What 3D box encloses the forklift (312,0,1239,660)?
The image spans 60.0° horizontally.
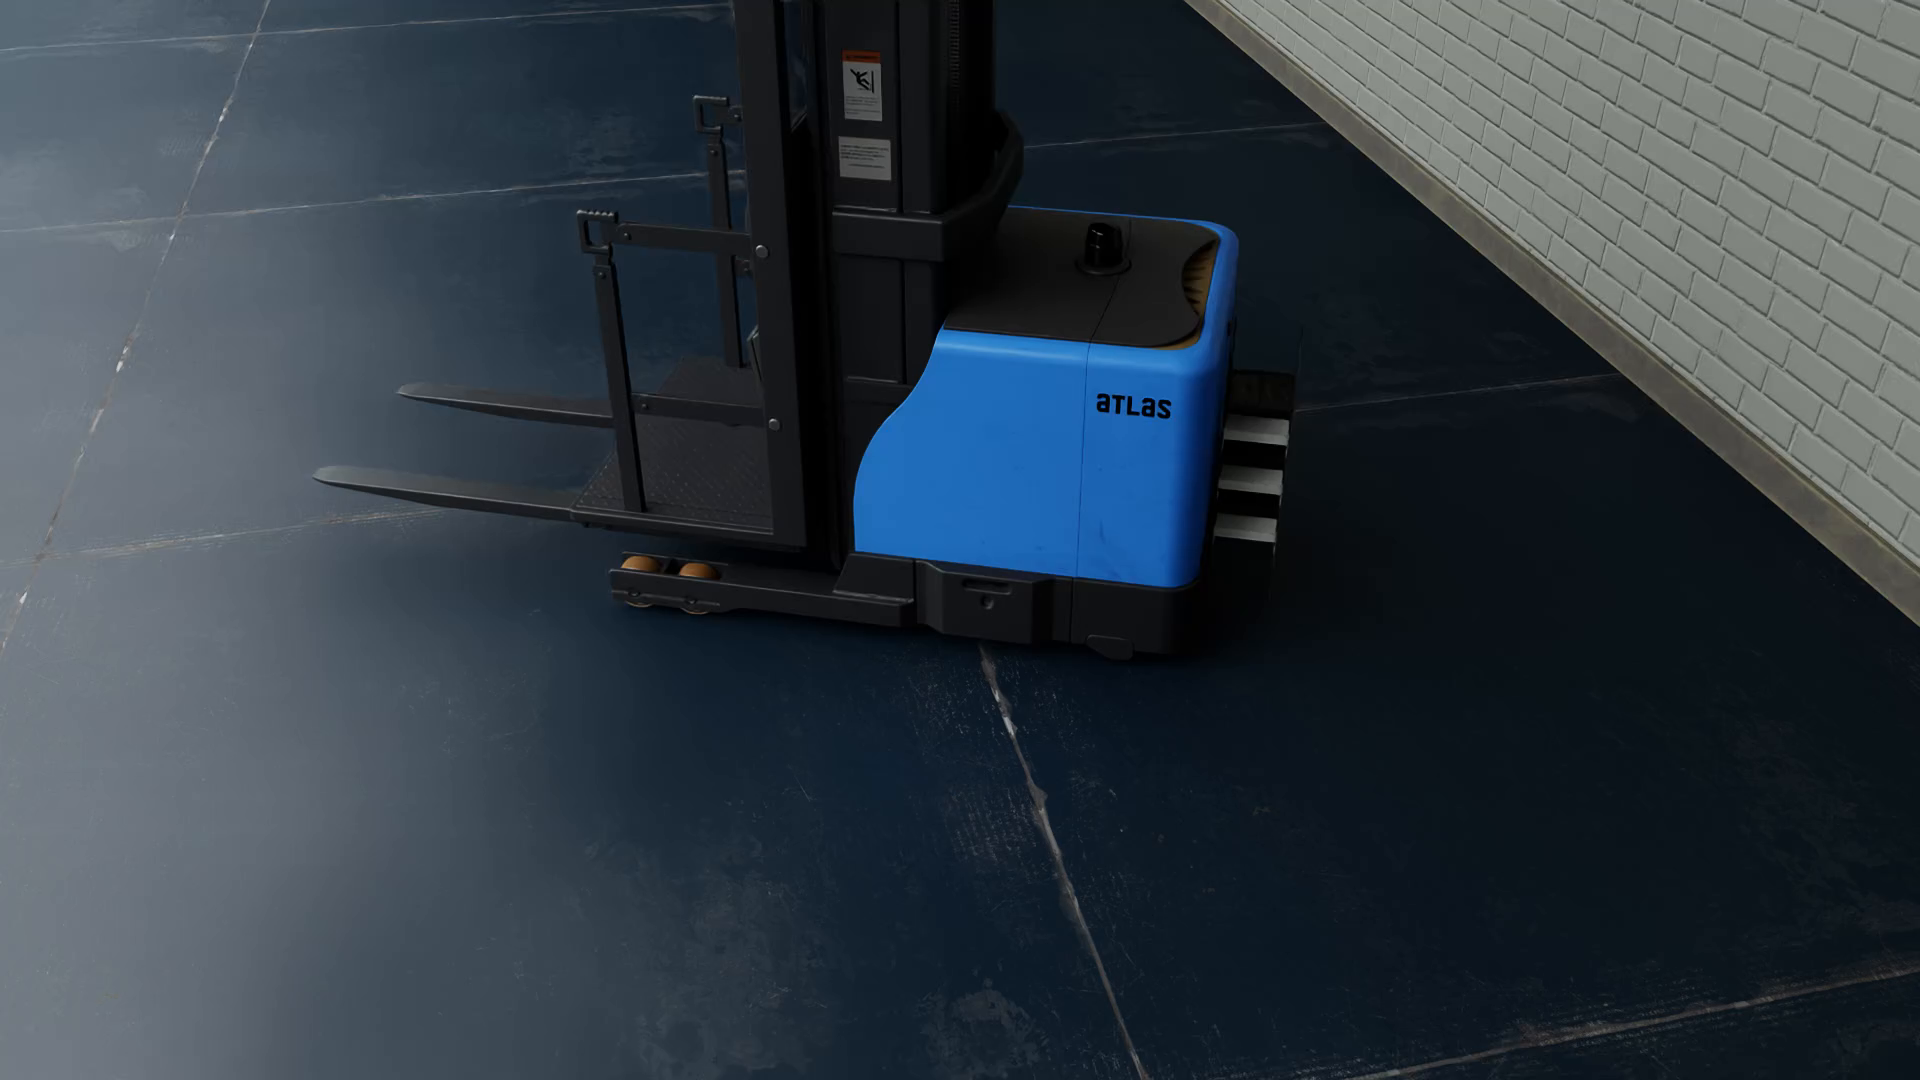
[{"bbox_3d":[-0.663,-1.255,4.989,3.031,2.935,1.130,7,34,10],"label":"forklift"}]

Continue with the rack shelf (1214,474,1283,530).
[{"bbox_3d":[0.935,-0.142,5.375,0.200,0.077,0.258,7,34,10],"label":"rack shelf"}]

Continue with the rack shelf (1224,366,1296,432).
[{"bbox_3d":[0.935,-0.441,5.175,0.200,0.077,0.258,7,34,10],"label":"rack shelf"}]

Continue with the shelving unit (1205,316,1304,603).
[{"bbox_3d":[0.935,-0.244,5.307,0.210,0.900,0.258,7,34,10],"label":"shelving unit"}]

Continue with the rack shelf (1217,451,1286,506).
[{"bbox_3d":[0.935,-0.217,5.325,0.200,0.077,0.258,7,34,10],"label":"rack shelf"}]

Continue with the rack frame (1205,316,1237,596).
[{"bbox_3d":[0.836,-0.256,5.324,0.006,0.900,0.240,7,34,10],"label":"rack frame"}]

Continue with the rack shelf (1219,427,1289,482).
[{"bbox_3d":[0.935,-0.291,5.275,0.200,0.077,0.258,7,34,10],"label":"rack shelf"}]

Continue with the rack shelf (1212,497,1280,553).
[{"bbox_3d":[0.935,-0.067,5.426,0.200,0.077,0.258,7,34,10],"label":"rack shelf"}]

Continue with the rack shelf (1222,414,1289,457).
[{"bbox_3d":[0.935,-0.366,5.225,0.200,0.077,0.258,7,34,10],"label":"rack shelf"}]

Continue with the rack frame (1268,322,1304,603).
[{"bbox_3d":[1.035,-0.233,5.289,0.006,0.900,0.240,7,34,10],"label":"rack frame"}]
